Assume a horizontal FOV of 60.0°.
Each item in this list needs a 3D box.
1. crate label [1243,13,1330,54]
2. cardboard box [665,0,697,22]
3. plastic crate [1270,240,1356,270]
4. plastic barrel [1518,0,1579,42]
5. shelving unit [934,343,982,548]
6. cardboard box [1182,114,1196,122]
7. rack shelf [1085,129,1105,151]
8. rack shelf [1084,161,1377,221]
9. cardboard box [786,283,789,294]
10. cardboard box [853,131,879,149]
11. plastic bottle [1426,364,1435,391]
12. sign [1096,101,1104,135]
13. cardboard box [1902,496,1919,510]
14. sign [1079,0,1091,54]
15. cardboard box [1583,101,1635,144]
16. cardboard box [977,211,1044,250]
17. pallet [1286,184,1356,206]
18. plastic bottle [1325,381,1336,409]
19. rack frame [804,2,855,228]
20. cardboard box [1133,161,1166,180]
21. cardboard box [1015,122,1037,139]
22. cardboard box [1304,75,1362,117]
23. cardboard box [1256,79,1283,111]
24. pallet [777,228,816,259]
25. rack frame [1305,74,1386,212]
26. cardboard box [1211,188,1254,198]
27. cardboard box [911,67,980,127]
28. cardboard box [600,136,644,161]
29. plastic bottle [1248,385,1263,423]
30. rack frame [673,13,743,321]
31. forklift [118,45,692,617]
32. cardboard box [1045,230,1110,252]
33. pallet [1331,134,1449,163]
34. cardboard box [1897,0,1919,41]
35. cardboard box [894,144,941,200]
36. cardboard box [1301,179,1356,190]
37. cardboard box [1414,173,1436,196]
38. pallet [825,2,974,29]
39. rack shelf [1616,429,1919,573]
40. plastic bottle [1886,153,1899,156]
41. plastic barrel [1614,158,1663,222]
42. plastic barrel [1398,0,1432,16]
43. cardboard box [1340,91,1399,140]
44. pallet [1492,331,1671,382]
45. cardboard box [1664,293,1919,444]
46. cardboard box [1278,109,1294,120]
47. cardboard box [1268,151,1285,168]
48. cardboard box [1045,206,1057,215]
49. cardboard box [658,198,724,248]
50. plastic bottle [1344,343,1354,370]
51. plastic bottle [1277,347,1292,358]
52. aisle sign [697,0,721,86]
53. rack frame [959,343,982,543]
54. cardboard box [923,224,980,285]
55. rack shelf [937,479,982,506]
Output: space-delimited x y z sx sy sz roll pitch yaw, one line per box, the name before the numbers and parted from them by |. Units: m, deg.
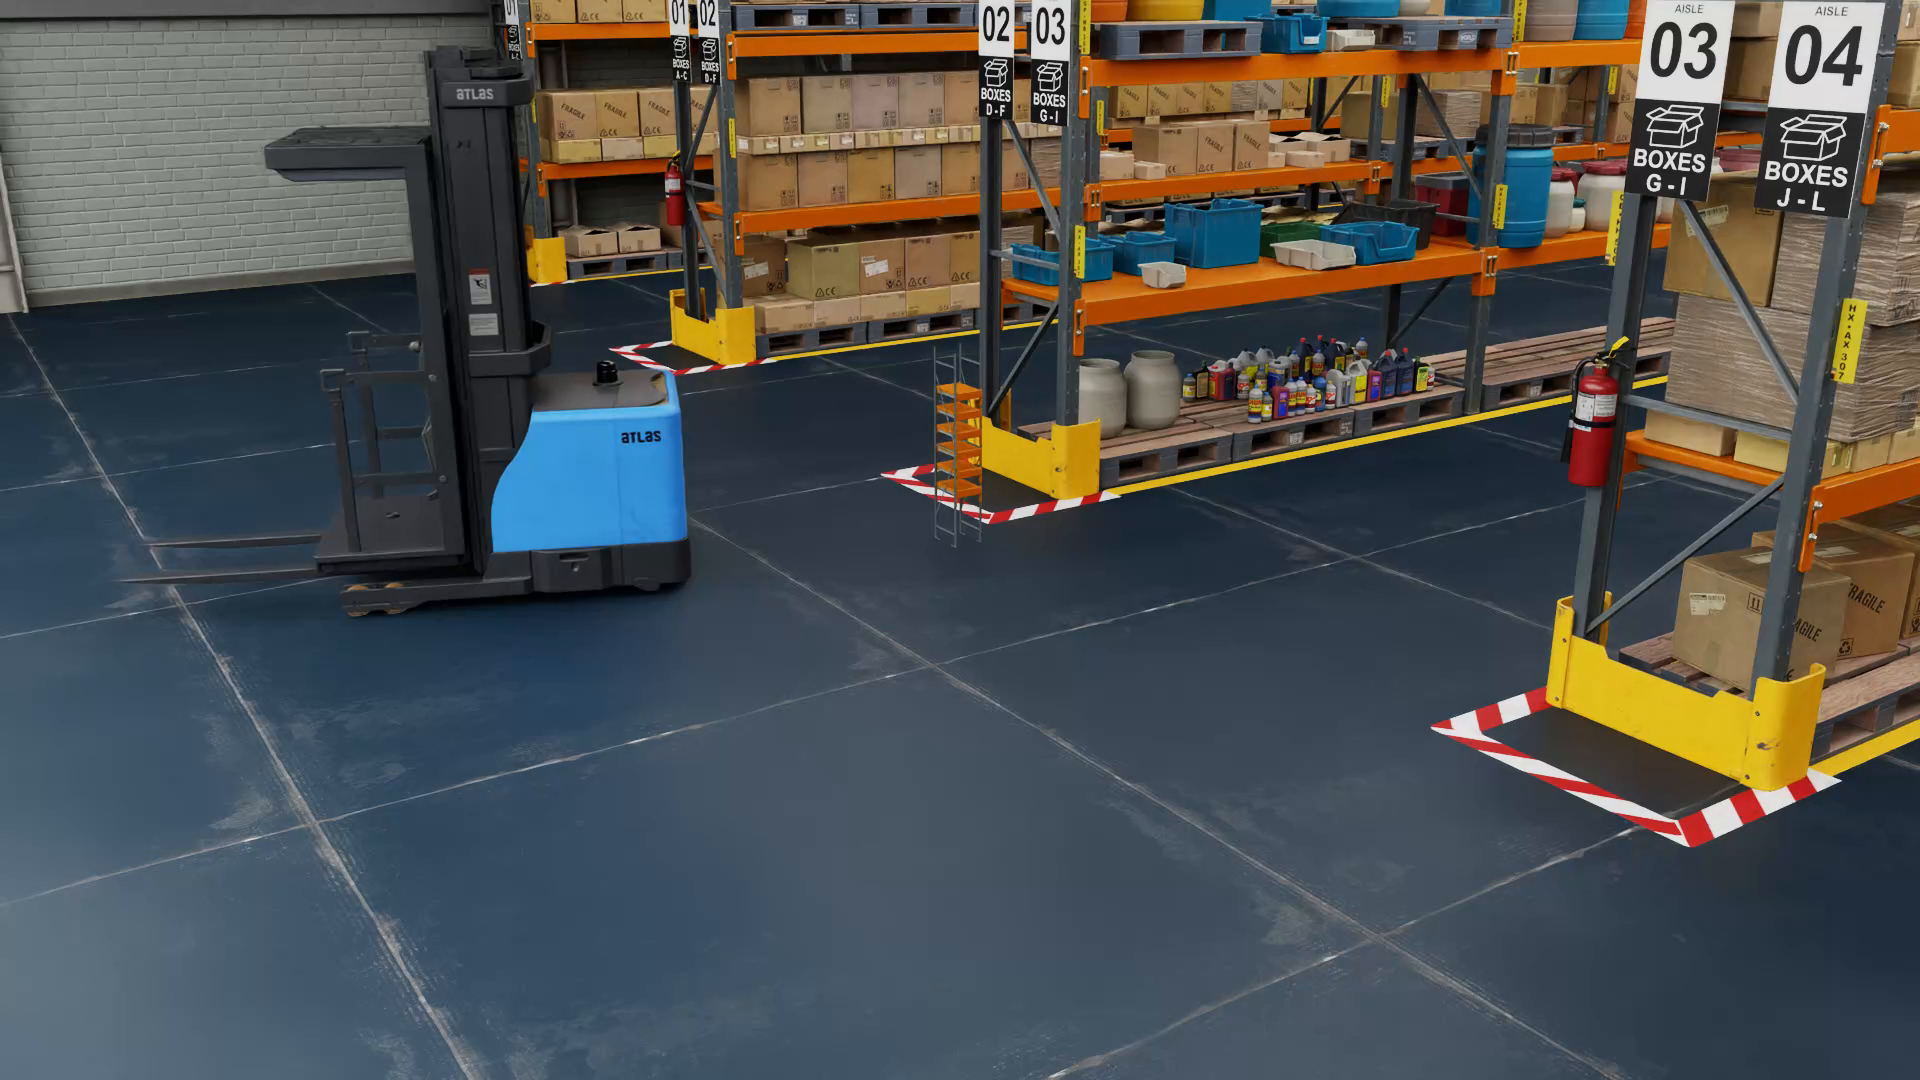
crate label | 2.203 -3.432 11.263 0.408 0.251 0.502 -12 22 -31
cardboard box | -3.238 -6.238 19.142 0.500 0.500 0.500 -10 21 -28
plastic crate | 2.582 -2.066 12.085 0.437 0.136 0.530 -12 22 -31
plastic barrel | 4.651 -4.466 13.306 0.600 0.901 0.600 0 19 0
shelving unit | -0.012 -0.566 10.045 0.189 1.200 0.258 -12 22 -31
cardboard box | 3.153 -6.020 23.729 0.250 0.149 0.380 -12 22 -31
rack shelf | 0.021 -5.206 22.085 4.000 0.370 1.077 -12 22 -31
rack shelf | 2.748 -3.882 18.168 4.000 0.370 1.077 -12 22 -31
cardboard box | -1.566 -2.327 16.083 0.500 0.250 0.500 -12 22 -31
cardboard box | -0.955 -3.715 15.380 0.250 0.149 0.380 -13 23 -33
plastic bottle | 3.667 -1.281 13.031 0.097 0.201 0.097 0 19 0
sign | 1.384 -4.170 16.421 0.005 0.325 0.100 -12 22 -31
cardboard box | 5.217 0.058 8.637 0.500 0.500 0.500 -14 23 -36
sign | 0.757 -3.118 10.086 0.005 0.325 0.100 -12 22 -31
cardboard box | 8.335 -5.344 21.212 0.500 0.500 0.500 -11 22 -30
cardboard box | 0.518 -3.124 17.269 0.500 0.500 0.500 -12 22 -31
pallet | 5.710 -5.396 25.877 1.213 0.211 1.003 -12 22 -31
plastic bottle | 2.768 -1.091 12.470 0.097 0.201 0.097 0 19 0
rack frame | -1.650 -5.195 20.928 0.127 3.000 1.000 -12 22 -31
cardboard box | 1.930 -3.853 17.350 0.250 0.149 0.380 -12 22 -31
cardboard box | 0.544 -4.030 16.314 0.250 0.149 0.380 -13 22 -33
cardboard box | 5.494 -6.837 25.317 0.700 0.700 0.980 -12 22 -31
cardboard box | 4.364 -6.561 24.315 0.500 0.500 0.500 -12 22 -31
pallet | -2.191 -3.746 20.996 1.213 0.211 1.003 -12 22 -31
rack frame | 4.419 -4.575 19.094 0.127 3.000 1.000 -12 22 -31
cardboard box | 3.820 -5.478 24.466 0.750 0.750 0.750 -11 22 -30
cardboard box | -0.129 -4.275 16.026 0.500 0.500 0.700 -12 22 -31
cardboard box | -3.982 -4.525 19.149 0.500 0.250 0.500 -13 22 -33
plastic bottle | 2.144 -0.992 12.070 0.097 0.271 0.097 0 19 0
rack frame | -2.263 -3.166 14.926 0.127 3.000 1.000 -12 22 -31
forklift | -3.089 -1.158 9.093 3.031 2.935 1.130 -4 19 -11
cardboard box | 1.258 -3.181 17.731 0.500 0.311 0.500 -12 22 -31
pallet | 4.946 -4.622 19.534 1.003 0.211 1.213 -12 22 -31
cardboard box | 3.539 -2.041 6.527 0.250 0.149 0.380 -12 22 -32
cardboard box | -0.574 -3.566 15.952 0.500 0.500 0.700 -11 22 -30
cardboard box | 5.713 -5.723 25.737 0.500 0.500 0.700 -12 22 -31
cardboard box | 5.967 -4.375 20.546 0.500 0.250 0.500 -12 22 -32
pallet | -0.638 -4.879 15.447 1.213 0.211 1.003 -12 22 -31
rack shelf | 4.853 -0.527 8.244 4.000 0.370 1.077 -12 22 -31
plastic bottle | 9.579 -3.851 17.147 0.135 0.276 0.152 -12 22 -31
plastic barrel | 5.693 -2.925 14.000 0.433 0.535 0.433 0 19 0
plastic barrel | 3.331 -4.195 12.455 0.421 0.512 0.421 0 19 0
cardboard box | 4.883 -4.963 19.428 0.700 0.500 0.500 14 23 35
pallet | 5.453 -1.589 14.615 1.213 0.211 1.003 -12 22 -31
cardboard box | 3.657 -0.794 7.288 0.500 0.500 0.875 -12 22 -31
cardboard box | 4.707 -6.309 24.582 0.250 0.149 0.380 -11 22 -30
cardboard box | 3.384 -4.217 18.426 0.250 0.149 0.380 -10 21 -27
cardboard box | 1.118 -4.783 22.925 0.500 0.500 0.700 -12 22 -31
cardboard box | -3.247 -3.829 20.102 0.500 0.500 0.700 -14 23 -35
plastic bottle | 3.096 -1.435 13.361 0.133 0.283 0.061 -12 22 -31
plastic bottle | 2.578 -1.384 13.210 0.133 0.283 0.061 -11 21 -29
aisle sign | -2.149 -4.304 14.233 0.004 0.787 0.394 -12 22 -31
rack frame | 0.064 -0.582 10.093 0.006 1.200 0.240 -12 22 -31
cardboard box | -0.029 -2.808 16.334 0.500 0.500 0.500 -12 22 -31
rack shelf | -0.012 -0.296 10.136 0.180 0.103 0.258 -12 22 -31
